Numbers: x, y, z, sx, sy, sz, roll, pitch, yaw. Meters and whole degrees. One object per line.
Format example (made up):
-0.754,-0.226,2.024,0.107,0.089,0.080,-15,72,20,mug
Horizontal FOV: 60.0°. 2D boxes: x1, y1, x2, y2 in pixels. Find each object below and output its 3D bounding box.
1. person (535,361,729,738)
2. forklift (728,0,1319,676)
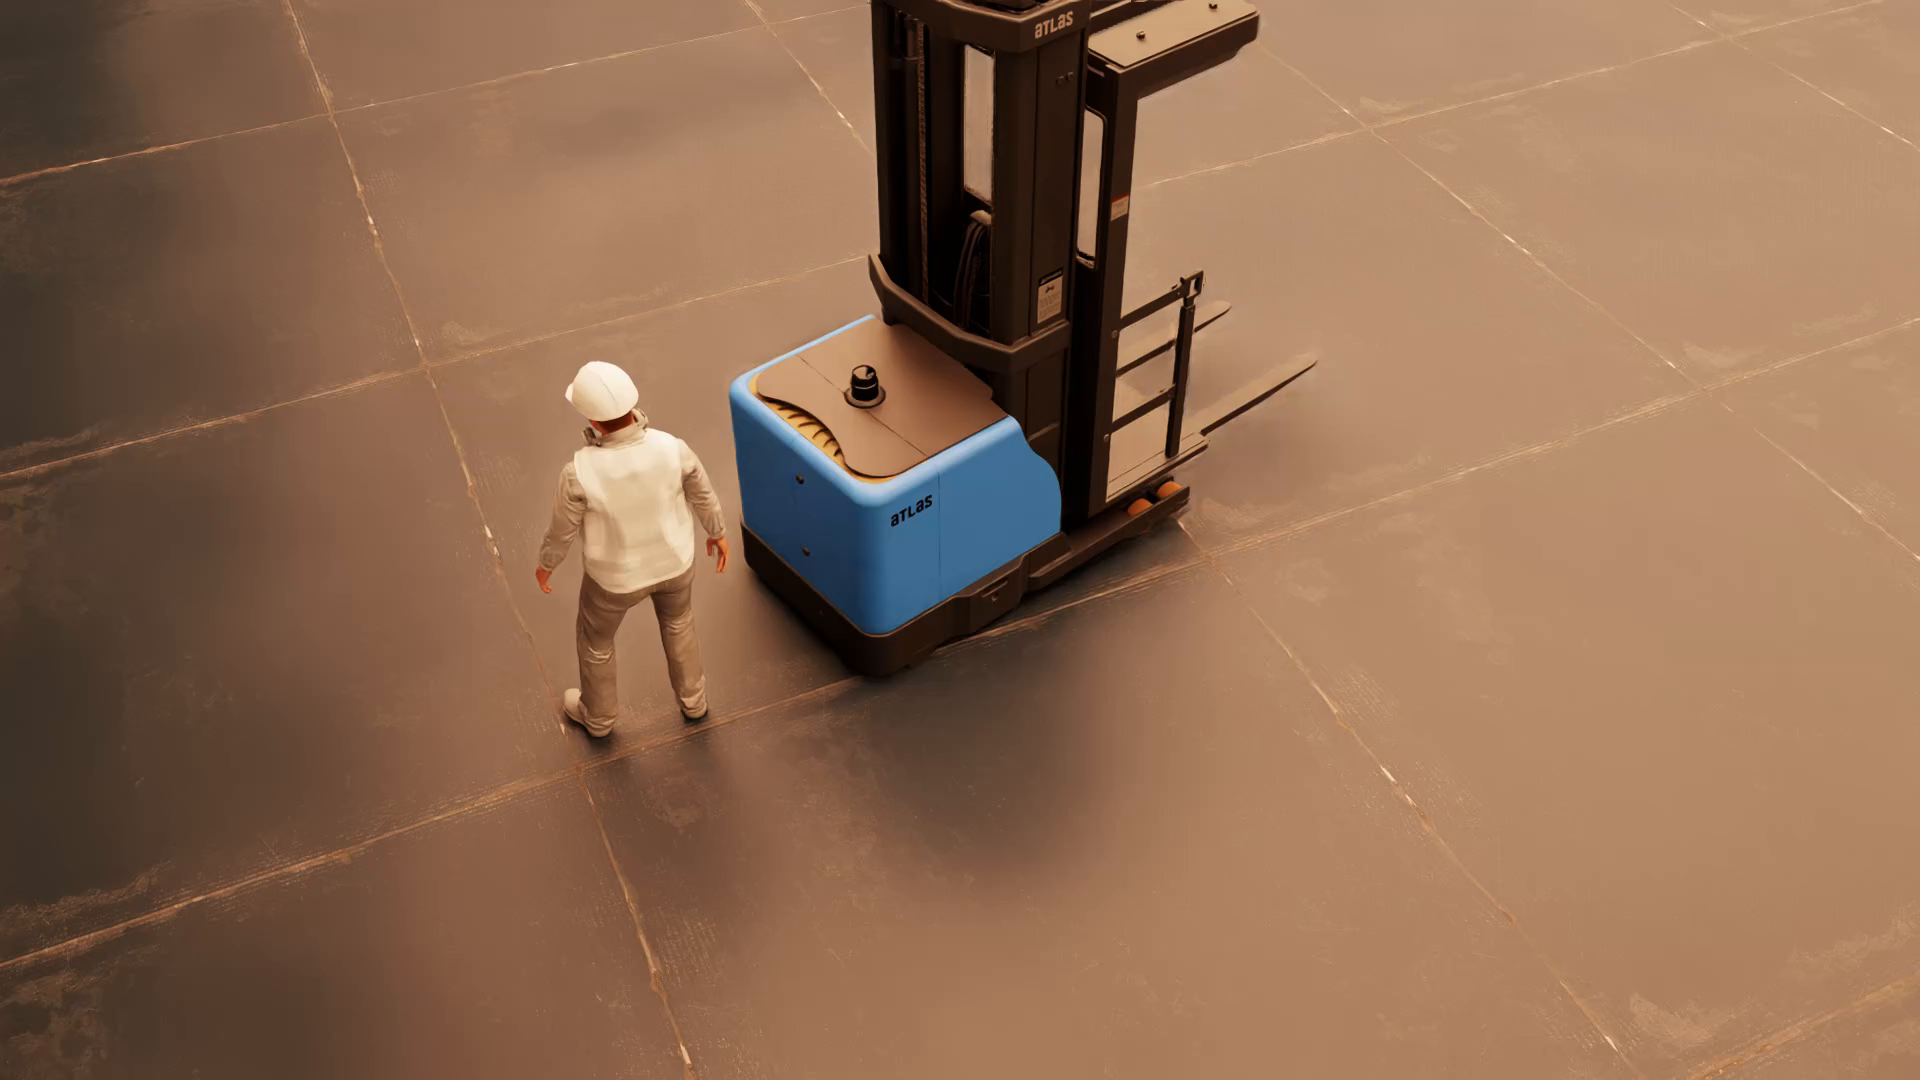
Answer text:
-1.281,0.049,6.494,0.756,1.749,0.418,-20,47,-20,person
0.462,-1.348,7.124,3.031,2.935,1.130,-30,51,-28,forklift
